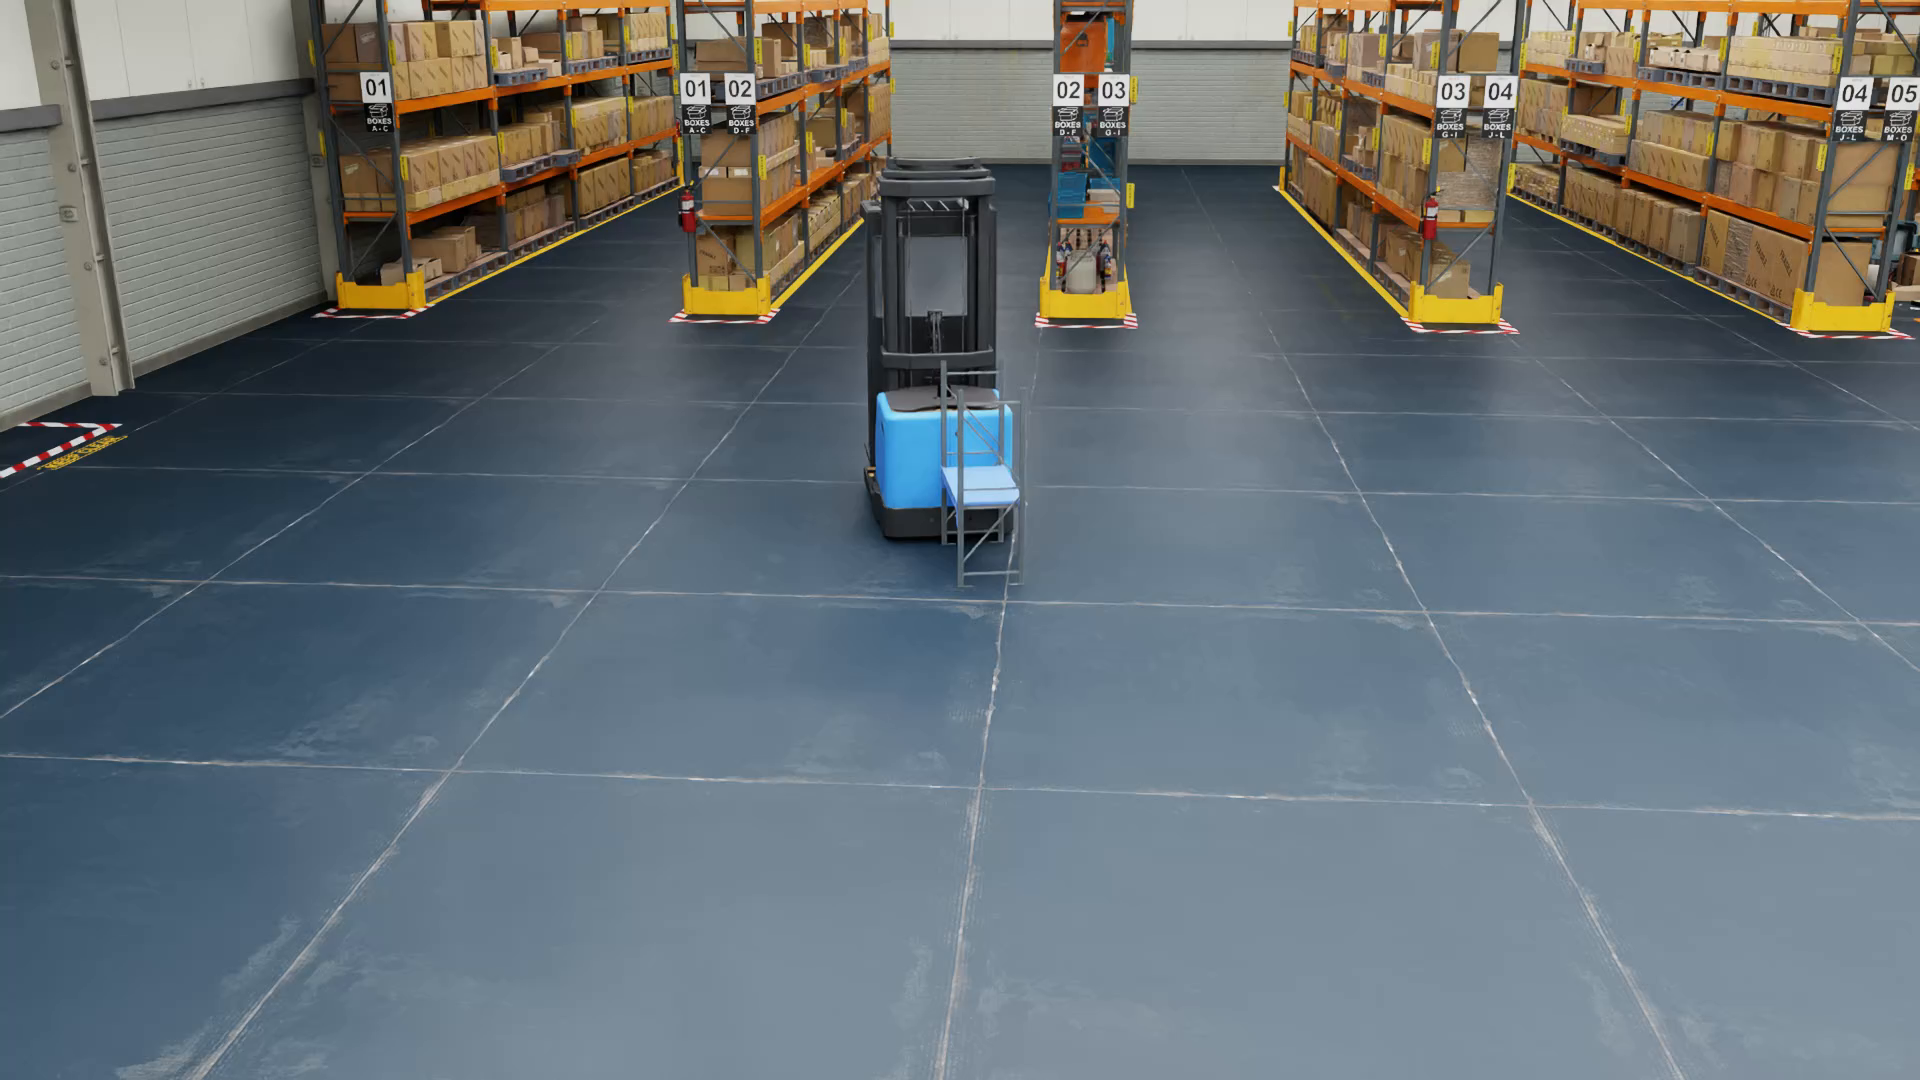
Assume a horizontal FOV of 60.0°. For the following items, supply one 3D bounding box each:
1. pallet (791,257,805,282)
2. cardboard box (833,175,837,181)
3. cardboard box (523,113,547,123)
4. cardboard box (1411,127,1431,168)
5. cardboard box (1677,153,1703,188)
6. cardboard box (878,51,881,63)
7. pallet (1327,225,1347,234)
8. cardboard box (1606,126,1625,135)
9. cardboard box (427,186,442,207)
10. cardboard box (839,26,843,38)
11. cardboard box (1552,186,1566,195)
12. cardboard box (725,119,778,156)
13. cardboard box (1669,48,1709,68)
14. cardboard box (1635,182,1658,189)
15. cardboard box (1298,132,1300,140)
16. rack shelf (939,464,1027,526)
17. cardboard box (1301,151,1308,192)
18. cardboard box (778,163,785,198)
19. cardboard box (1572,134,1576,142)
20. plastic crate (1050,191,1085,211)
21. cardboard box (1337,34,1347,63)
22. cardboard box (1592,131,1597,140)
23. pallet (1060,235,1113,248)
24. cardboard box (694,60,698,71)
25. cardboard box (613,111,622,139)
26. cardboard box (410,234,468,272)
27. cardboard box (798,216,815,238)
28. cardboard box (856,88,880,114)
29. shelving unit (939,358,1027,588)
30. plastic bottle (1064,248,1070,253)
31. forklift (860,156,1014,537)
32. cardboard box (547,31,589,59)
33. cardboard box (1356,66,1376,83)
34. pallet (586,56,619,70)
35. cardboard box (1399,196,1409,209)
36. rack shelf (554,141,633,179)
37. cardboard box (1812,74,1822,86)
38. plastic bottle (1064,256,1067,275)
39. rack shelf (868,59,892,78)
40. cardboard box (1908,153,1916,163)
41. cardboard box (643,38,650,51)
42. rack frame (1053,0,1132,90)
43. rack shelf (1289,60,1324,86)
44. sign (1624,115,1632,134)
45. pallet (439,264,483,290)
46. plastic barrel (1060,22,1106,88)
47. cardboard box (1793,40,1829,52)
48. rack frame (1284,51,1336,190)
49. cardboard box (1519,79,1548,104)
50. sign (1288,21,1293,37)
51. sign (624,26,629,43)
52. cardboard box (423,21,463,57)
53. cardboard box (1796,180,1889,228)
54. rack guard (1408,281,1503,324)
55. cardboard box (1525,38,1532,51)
[{"bbox_3d":[-3.031,-4.261,26.086,1.003,0.211,1.213,1,18,4],"label":"pallet"},{"bbox_3d":[-2.708,-7.238,32.800,0.500,0.250,0.500,1,18,4],"label":"cardboard box"},{"bbox_3d":[-7.589,-7.540,29.708,0.380,0.149,0.250,-2,18,-5],"label":"cardboard box"},{"bbox_3d":[6.485,-5.363,22.728,0.500,0.500,0.500,1,18,4],"label":"cardboard box"},{"bbox_3d":[11.696,-5.840,26.267,0.500,0.500,0.500,1,18,3],"label":"cardboard box"},{"bbox_3d":[-1.967,-10.282,35.408,0.500,0.250,0.500,1,18,4],"label":"cardboard box"},{"bbox_3d":[7.367,-5.770,30.692,1.003,0.211,1.213,1,18,4],"label":"pallet"},{"bbox_3d":[11.774,-7.313,29.697,0.380,0.149,0.250,1,18,3],"label":"cardboard box"},{"bbox_3d":[-7.785,-4.943,23.900,0.500,0.250,0.500,1,18,2],"label":"cardboard box"},{"bbox_3d":[-2.561,-9.467,31.685,0.600,0.600,0.600,1,18,2],"label":"cardboard box"},{"bbox_3d":[12.168,-7.043,33.526,0.380,0.149,0.250,2,18,5],"label":"cardboard box"},{"bbox_3d":[-3.065,-5.890,24.337,0.700,0.500,0.500,1,18,4],"label":"cardboard box"},{"bbox_3d":[11.831,-7.805,26.916,0.500,0.311,0.500,1,18,3],"label":"cardboard box"},{"bbox_3d":[12.466,-6.286,29.927,0.500,0.250,0.500,0,18,1],"label":"cardboard box"},{"bbox_3d":[7.309,-8.476,34.876,0.380,0.149,0.250,1,18,3],"label":"cardboard box"},{"bbox_3d":[0.166,-0.354,12.672,0.538,0.185,1.000,-2,18,-7],"label":"rack shelf"},{"bbox_3d":[7.714,-7.767,35.046,0.875,0.875,0.875,1,18,4],"label":"cardboard box"},{"bbox_3d":[-3.029,-5.422,24.991,0.700,0.500,0.500,2,18,5],"label":"cardboard box"},{"bbox_3d":[11.920,-7.678,31.768,0.380,0.149,0.250,1,18,4],"label":"cardboard box"},{"bbox_3d":[1.511,-4.771,23.404,0.499,0.251,0.408,1,18,4],"label":"plastic crate"},{"bbox_3d":[7.181,-8.985,30.375,0.500,0.500,0.500,2,18,7],"label":"cardboard box"},{"bbox_3d":[11.829,-7.414,30.485,0.380,0.149,0.250,1,18,4],"label":"cardboard box"},{"bbox_3d":[2.111,-5.020,28.403,1.003,0.211,1.213,1,18,4],"label":"pallet"},{"bbox_3d":[-3.399,-6.573,23.190,0.500,0.250,0.500,1,18,4],"label":"cardboard box"},{"bbox_3d":[-7.108,-8.316,33.316,0.500,0.500,0.500,1,18,4],"label":"cardboard box"},{"bbox_3d":[-7.877,-4.337,25.148,0.700,0.500,0.500,0,18,0],"label":"cardboard box"},{"bbox_3d":[-2.654,-5.114,27.053,0.500,0.311,0.500,1,18,4],"label":"cardboard box"},{"bbox_3d":[-1.970,-9.299,35.218,0.500,0.500,0.500,1,18,2],"label":"cardboard box"},{"bbox_3d":[0.166,-0.525,12.616,0.538,1.500,1.048,-2,18,-7],"label":"shelving unit"},{"bbox_3d":[1.647,-4.343,25.536,0.097,0.271,0.097,0,18,0],"label":"plastic bottle"},{"bbox_3d":[-0.269,-1.828,14.295,1.130,2.935,3.031,-2,18,-7],"label":"forklift"},{"bbox_3d":[-7.547,-9.508,31.940,0.700,0.500,0.500,1,18,4],"label":"cardboard box"},{"bbox_3d":[6.883,-7.746,27.670,0.500,0.250,0.500,2,18,5],"label":"cardboard box"},{"bbox_3d":[-7.316,-9.474,33.010,0.805,0.209,1.217,1,18,2],"label":"pallet"},{"bbox_3d":[6.479,-4.809,23.686,0.380,0.149,0.250,1,18,4],"label":"cardboard box"},{"bbox_3d":[-7.443,-7.463,32.536,1.077,0.370,4.000,1,18,4],"label":"rack shelf"},{"bbox_3d":[11.307,-5.967,21.568,0.380,0.149,0.250,1,18,4],"label":"cardboard box"},{"bbox_3d":[1.568,-4.052,24.626,0.061,0.283,0.133,1,18,4],"label":"plastic bottle"},{"bbox_3d":[-2.215,-10.021,35.526,1.077,0.370,4.000,1,18,4],"label":"rack shelf"},{"bbox_3d":[16.897,-6.722,29.361,0.500,0.250,0.500,1,18,2],"label":"cardboard box"},{"bbox_3d":[-6.907,-10.553,35.401,0.500,0.250,0.500,1,18,2],"label":"cardboard box"},{"bbox_3d":[1.722,-7.328,21.337,1.000,3.000,0.127,1,18,4],"label":"rack frame"},{"bbox_3d":[7.666,-9.799,34.848,1.077,0.370,4.000,1,18,4],"label":"rack shelf"},{"bbox_3d":[11.633,-7.231,28.942,0.100,0.325,0.005,1,18,4],"label":"sign"},{"bbox_3d":[-7.971,-4.027,25.373,1.003,0.211,1.213,1,18,4],"label":"pallet"},{"bbox_3d":[1.630,-6.460,22.141,0.600,0.830,0.708,1,18,4],"label":"plastic barrel"},{"bbox_3d":[11.362,-6.584,22.171,0.380,0.149,0.250,1,18,4],"label":"cardboard box"},{"bbox_3d":[7.809,-9.336,37.099,1.000,3.000,0.127,1,18,4],"label":"rack frame"},{"bbox_3d":[12.452,-9.725,36.040,0.500,0.500,0.500,1,18,4],"label":"cardboard box"},{"bbox_3d":[7.256,-11.229,36.527,0.100,0.325,0.005,1,18,4],"label":"sign"},{"bbox_3d":[-6.758,-10.237,33.695,0.100,0.325,0.005,1,18,4],"label":"sign"},{"bbox_3d":[-7.694,-7.404,24.586,0.500,0.500,0.500,1,18,2],"label":"cardboard box"},{"bbox_3d":[11.583,-4.412,21.831,0.875,0.550,0.550,1,18,4],"label":"cardboard box"},{"bbox_3d":[6.667,-3.203,22.395,1.175,0.500,0.348,1,18,4],"label":"rack guard"},{"bbox_3d":[12.458,-10.652,35.736,0.500,0.250,0.500,2,18,5],"label":"cardboard box"}]
